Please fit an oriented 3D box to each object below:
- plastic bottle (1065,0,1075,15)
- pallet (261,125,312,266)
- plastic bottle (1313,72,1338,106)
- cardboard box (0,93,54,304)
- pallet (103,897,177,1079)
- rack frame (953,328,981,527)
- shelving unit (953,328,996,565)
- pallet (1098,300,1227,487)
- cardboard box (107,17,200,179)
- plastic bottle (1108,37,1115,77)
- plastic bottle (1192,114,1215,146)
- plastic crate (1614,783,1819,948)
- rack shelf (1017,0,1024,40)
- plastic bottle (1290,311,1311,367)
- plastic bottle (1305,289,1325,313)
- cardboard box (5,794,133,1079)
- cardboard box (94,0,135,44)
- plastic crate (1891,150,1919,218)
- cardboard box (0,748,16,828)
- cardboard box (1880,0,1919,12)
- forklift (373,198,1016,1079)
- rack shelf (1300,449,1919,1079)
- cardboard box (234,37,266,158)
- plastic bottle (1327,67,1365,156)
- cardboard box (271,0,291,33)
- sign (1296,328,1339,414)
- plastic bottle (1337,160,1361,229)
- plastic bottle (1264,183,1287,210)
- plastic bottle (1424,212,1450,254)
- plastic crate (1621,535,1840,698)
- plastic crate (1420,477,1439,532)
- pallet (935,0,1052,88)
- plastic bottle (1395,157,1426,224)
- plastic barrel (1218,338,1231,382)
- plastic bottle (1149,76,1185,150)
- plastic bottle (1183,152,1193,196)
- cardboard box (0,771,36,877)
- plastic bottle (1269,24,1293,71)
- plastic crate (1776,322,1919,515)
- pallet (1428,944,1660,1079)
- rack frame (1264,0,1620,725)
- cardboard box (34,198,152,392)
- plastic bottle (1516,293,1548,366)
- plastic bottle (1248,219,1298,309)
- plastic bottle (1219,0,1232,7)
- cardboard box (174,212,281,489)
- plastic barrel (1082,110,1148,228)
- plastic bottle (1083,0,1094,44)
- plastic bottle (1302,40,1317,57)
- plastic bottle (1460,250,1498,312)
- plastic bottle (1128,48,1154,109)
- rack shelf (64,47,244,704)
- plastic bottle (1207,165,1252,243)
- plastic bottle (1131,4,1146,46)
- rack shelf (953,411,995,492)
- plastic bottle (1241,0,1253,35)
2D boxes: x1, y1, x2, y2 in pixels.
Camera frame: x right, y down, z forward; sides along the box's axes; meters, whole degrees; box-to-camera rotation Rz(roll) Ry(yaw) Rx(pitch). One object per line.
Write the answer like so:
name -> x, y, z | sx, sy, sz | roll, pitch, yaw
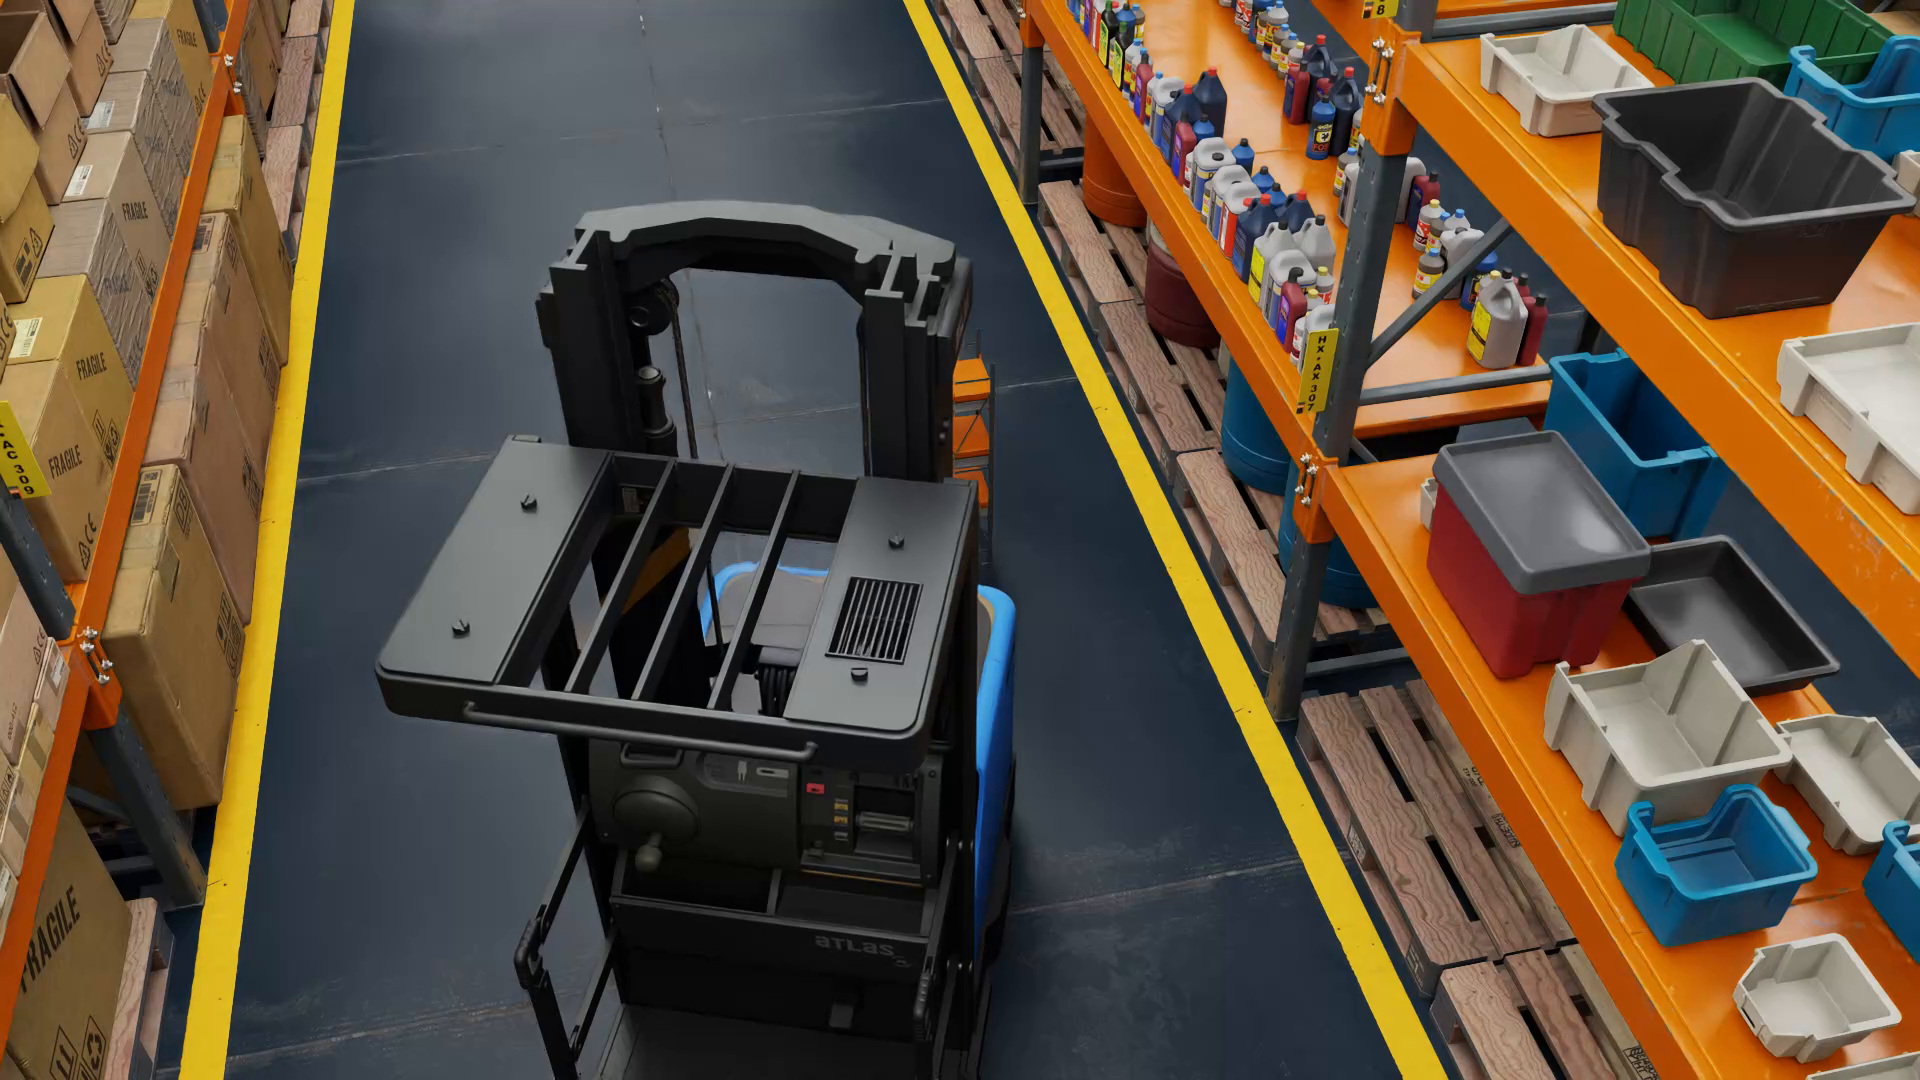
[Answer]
plastic bottle -> 0.610, -2.739, 8.169 | 0.152, 0.276, 0.135 | -8, 42, -9
pallet -> -4.171, -1.866, 9.193 | 1.003, 0.211, 1.213 | -8, 42, -9
plastic bottle -> 1.592, -1.911, 7.231 | 0.061, 0.283, 0.133 | -8, 42, -9
cardboard box -> -3.423, -1.081, 5.377 | 0.797, 0.503, 0.637 | -8, 42, -9
pallet -> -3.053, 1.738, 5.133 | 1.003, 0.211, 1.213 | -8, 42, -9
rack frame -> -0.015, -0.437, 6.951 | 0.200, 1.050, 0.008 | -8, 42, -9
shelving unit -> 0.012, -0.358, 6.862 | 0.215, 1.050, 0.252 | -8, 42, -9
pallet -> 1.303, -0.775, 7.964 | 1.003, 0.211, 1.213 | -8, 42, -9
cardboard box -> -3.553, -1.831, 6.978 | 0.500, 0.500, 0.500 | -9, 42, -10
plastic bottle -> 0.737, -2.245, 7.669 | 0.097, 0.201, 0.097 | 0, 42, 0
plastic bottle -> 1.007, -1.648, 6.944 | 0.097, 0.271, 0.097 | 0, 42, 0
plastic crate -> 1.865, 0.820, 4.148 | 0.416, 0.233, 0.300 | -8, 42, -9
rack shelf -> 0.401, -4.139, 10.195 | 1.077, 0.370, 4.000 | -8, 42, -9
plastic bottle -> 1.243, -0.725, 5.957 | 0.097, 0.201, 0.097 | 0, 42, 0
plastic bottle -> 1.274, -0.820, 6.064 | 0.097, 0.201, 0.097 | 0, 42, 0
cardboard box -> -3.076, 1.268, 4.847 | 0.875, 0.875, 0.875 | -8, 42, -9
cardboard box -> -3.862, -2.338, 6.794 | 0.797, 0.503, 0.637 | -7, 42, -8
plastic crate -> 2.342, -0.772, 3.799 | 0.293, 0.136, 0.466 | -8, 42, -9
cardboard box -> -2.675, 0.719, 4.069 | 0.500, 0.250, 0.500 | -7, 42, -8
cardboard box -> 5.843, -3.539, 10.310 | 0.500, 0.311, 0.500 | -7, 42, -8
forklift -> -0.540, 0.782, 4.162 | 1.130, 2.935, 3.031 | 6, 42, 7
rack shelf -> 2.127, 1.047, 4.353 | 1.077, 0.370, 4.000 | -8, 42, -9
cardboard box -> -4.300, -2.421, 9.269 | 0.700, 0.500, 0.500 | -12, 43, -13
plastic bottle -> 1.645, -1.836, 7.096 | 0.144, 0.351, 0.185 | -8, 42, -9
cardboard box -> -4.671, -3.512, 10.498 | 0.700, 0.500, 0.500 | -9, 42, -10
sign -> 1.158, -0.545, 5.396 | 0.100, 0.325, 0.005 | -8, 42, -9
plastic bottle -> 1.619, -1.406, 6.667 | 0.152, 0.276, 0.135 | -8, 42, -9
plastic bottle -> 1.225, -1.274, 6.522 | 0.097, 0.271, 0.097 | 0, 42, 0
plastic bottle -> 1.870, -1.179, 6.468 | 0.097, 0.201, 0.097 | 0, 42, 0
plastic crate -> 2.200, 0.249, 4.872 | 0.437, 0.125, 0.590 | -8, 42, -9
plastic crate -> 1.657, -0.121, 5.280 | 0.396, 0.136, 0.243 | -8, 42, -9
pallet -> 0.443, -3.366, 10.883 | 1.003, 0.211, 1.213 | -8, 42, -9
plastic bottle -> 1.768, -1.427, 6.692 | 0.152, 0.276, 0.135 | -8, 42, -9
plastic barrel -> 1.407, -0.938, 7.605 | 0.421, 0.512, 0.421 | 0, 42, 0
plastic bottle -> 0.909, -1.840, 7.156 | 0.152, 0.276, 0.135 | -8, 42, -9
plastic bottle -> 0.976, -1.526, 6.860 | 0.097, 0.201, 0.097 | 0, 42, 0
cardboard box -> -2.644, 0.769, 4.314 | 0.380, 0.149, 0.250 | -9, 42, -10
plastic bottle -> 1.498, -2.294, 7.724 | 0.097, 0.201, 0.097 | 0, 42, 0
plastic crate -> 1.871, -0.253, 3.215 | 0.437, 0.136, 0.530 | -8, 42, -9
pallet -> 2.159, 1.787, 5.077 | 1.003, 0.211, 1.213 | -8, 42, -9
rack frame -> 1.696, -0.519, 5.575 | 1.000, 3.000, 0.127 | -8, 42, -9
cardboard box -> -3.213, -0.831, 5.851 | 0.500, 0.500, 0.500 | -9, 42, -10
plastic bottle -> 2.033, -0.774, 5.950 | 0.061, 0.283, 0.133 | -8, 42, -9
plastic bottle -> 1.178, -1.049, 6.210 | 0.144, 0.351, 0.185 | -8, 42, -9
plastic bottle -> 1.343, -2.759, 8.248 | 0.097, 0.201, 0.097 | 0, 42, 0
cardboard box -> -3.690, -0.735, 7.103 | 1.225, 0.875, 0.875 | -8, 42, -9
plastic barrel -> 0.955, -2.143, 8.723 | 0.600, 0.830, 0.708 | -8, 42, -9
plastic bottle -> 0.636, -2.522, 7.919 | 0.061, 0.283, 0.133 | -8, 42, -9
plastic bottle -> 1.583, -2.126, 7.474 | 0.061, 0.283, 0.133 | -8, 42, -9
plastic bottle -> 1.941, -0.991, 6.204 | 0.097, 0.271, 0.097 | 0, 42, 0
plastic bottle -> 0.808, -2.059, 7.407 | 0.097, 0.271, 0.097 | 0, 42, 0
rack shelf -> -3.572, -0.837, 6.475 | 1.077, 0.370, 4.000 | -8, 42, -9
plastic bottle -> 1.078, -1.333, 6.585 | 0.152, 0.276, 0.135 | -8, 42, -9
plastic bottle -> 0.828, -2.441, 7.890 | 0.097, 0.201, 0.097 | 0, 42, 0
rack shelf -> 0.012, -0.350, 6.869 | 0.215, 0.259, 0.240 | -8, 42, -9
plastic bottle -> 1.414, -2.546, 8.009 | 0.097, 0.201, 0.097 | 0, 42, 0
